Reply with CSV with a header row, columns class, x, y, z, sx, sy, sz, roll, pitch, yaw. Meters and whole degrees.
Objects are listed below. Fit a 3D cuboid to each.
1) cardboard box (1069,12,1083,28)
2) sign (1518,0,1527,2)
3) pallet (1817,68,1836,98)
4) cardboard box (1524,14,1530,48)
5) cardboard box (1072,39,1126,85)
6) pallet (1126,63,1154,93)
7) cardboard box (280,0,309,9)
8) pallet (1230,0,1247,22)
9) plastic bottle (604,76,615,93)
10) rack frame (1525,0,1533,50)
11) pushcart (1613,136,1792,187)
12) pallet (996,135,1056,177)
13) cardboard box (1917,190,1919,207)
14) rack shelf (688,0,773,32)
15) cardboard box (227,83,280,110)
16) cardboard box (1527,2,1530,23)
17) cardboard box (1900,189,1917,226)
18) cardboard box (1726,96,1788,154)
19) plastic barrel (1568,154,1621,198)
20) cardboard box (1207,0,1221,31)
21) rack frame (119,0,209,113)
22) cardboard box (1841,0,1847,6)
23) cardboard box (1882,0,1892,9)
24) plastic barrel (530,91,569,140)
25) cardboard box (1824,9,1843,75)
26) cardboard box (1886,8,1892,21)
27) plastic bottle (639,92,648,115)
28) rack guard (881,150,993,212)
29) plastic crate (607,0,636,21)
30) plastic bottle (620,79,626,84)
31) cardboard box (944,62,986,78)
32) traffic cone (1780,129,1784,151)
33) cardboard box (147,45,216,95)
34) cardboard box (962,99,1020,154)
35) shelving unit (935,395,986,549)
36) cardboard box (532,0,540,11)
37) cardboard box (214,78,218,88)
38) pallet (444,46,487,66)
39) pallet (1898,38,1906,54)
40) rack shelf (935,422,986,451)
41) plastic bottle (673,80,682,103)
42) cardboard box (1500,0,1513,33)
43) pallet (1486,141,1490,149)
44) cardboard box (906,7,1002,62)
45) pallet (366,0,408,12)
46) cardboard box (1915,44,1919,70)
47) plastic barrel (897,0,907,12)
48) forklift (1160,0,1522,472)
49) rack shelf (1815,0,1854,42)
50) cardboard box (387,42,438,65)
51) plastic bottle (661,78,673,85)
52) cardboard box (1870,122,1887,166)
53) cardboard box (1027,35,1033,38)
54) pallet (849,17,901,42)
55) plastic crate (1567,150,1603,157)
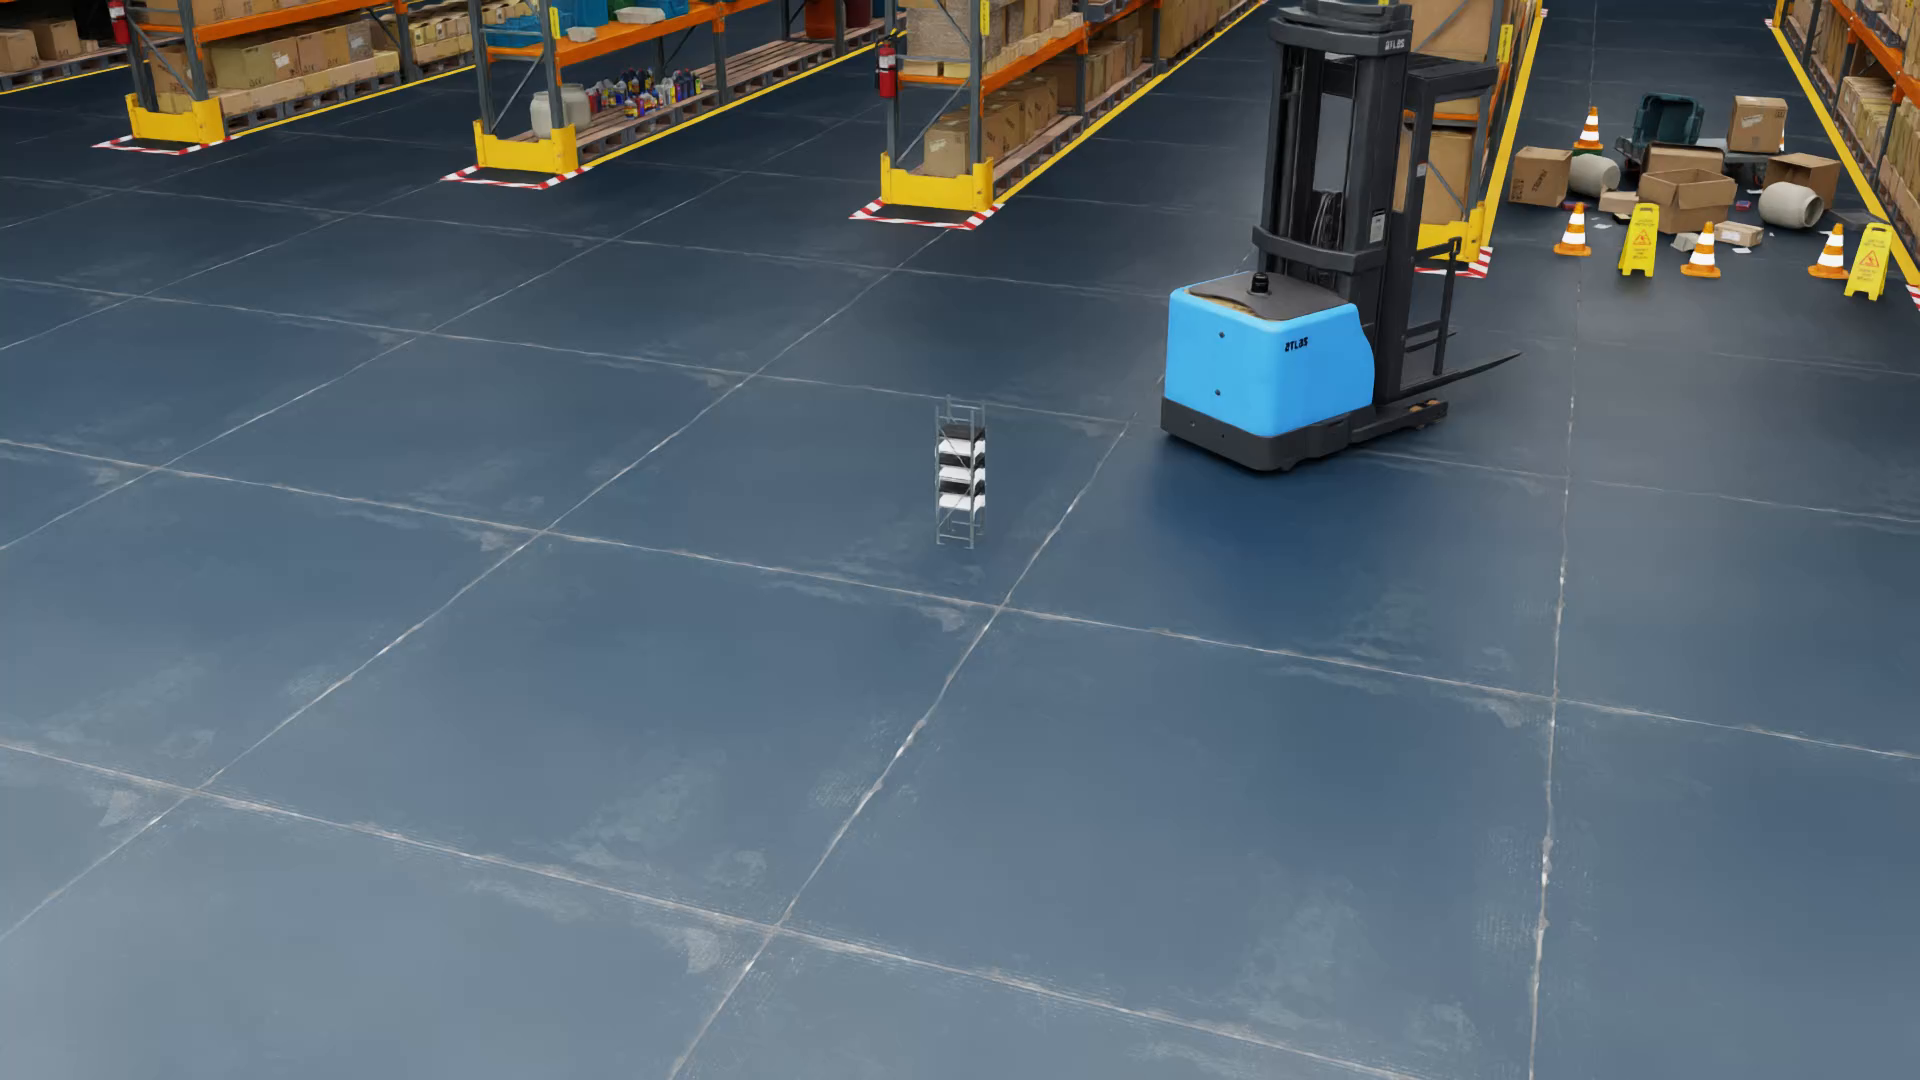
class,x,y,z,sx,sy,sz,roll,pitch,yaw
cardboard box,1.268,-6.281,20.069,0.380,0.149,0.250,9,27,17
sign,6.230,-6.110,18.343,0.100,0.325,0.005,9,27,17
pallet,12.480,-6.290,22.998,1.003,0.211,1.213,9,27,17
cardboard box,8.360,-7.775,25.253,0.500,0.500,0.500,8,27,16
cardboard box,1.835,-6.500,22.596,0.700,0.500,0.500,11,28,22
pallet,2.132,-6.593,23.625,1.003,0.211,1.213,9,27,17
cardboard box,-8.929,-7.191,21.546,0.700,0.500,0.500,10,27,19
pallet,4.456,-9.362,29.344,1.003,0.211,1.213,9,27,17
plastic bottle,-4.472,-5.726,21.168,0.144,0.351,0.185,9,27,17
rack frame,8.368,-9.052,25.504,1.000,3.000,0.127,9,27,17
pushcart,8.241,-4.218,18.529,1.648,0.377,0.936,0,26,-1
pallet,0.468,-4.486,19.273,1.003,0.211,1.213,9,27,17
cardboard box,9.268,-3.315,15.468,0.500,0.500,0.500,10,28,19
rack shelf,-2.943,-7.742,23.623,1.077,0.370,4.000,9,27,17
cardboard box,-9.058,-5.665,21.182,0.500,0.250,0.500,9,27,17
cardboard box,8.013,-7.682,24.201,0.500,0.250,0.500,8,27,15
cardboard box,9.441,-3.195,16.079,0.500,0.250,0.500,8,27,16
cardboard box,8.719,-4.550,18.204,0.500,0.500,0.500,9,27,17
plastic barrel,6.775,-3.916,17.853,0.421,0.421,0.512,-14,29,-27
cardboard box,3.531,-8.780,26.897,1.225,0.875,0.875,9,27,18
rack frame,-9.609,-6.320,19.860,1.000,3.000,0.127,9,27,17
cardboard box,11.818,-7.122,21.690,0.500,0.250,0.500,9,27,18
cardboard box,10.860,-6.310,18.902,0.500,0.500,0.500,8,27,15
plastic barrel,-4.792,-4.951,19.406,0.421,0.512,0.421,0,26,0
cardboard box,12.646,-6.970,23.159,0.875,0.875,0.875,10,27,19
cardboard box,10.872,-6.044,19.098,0.380,0.149,0.250,10,27,19
plastic bottle,-3.928,-5.411,20.609,0.097,0.271,0.097,0,26,0
rack guard,-0.243,-3.788,17.499,1.175,0.500,0.348,9,27,17
plastic crate,-4.326,-6.631,20.747,0.450,0.188,0.662,9,27,17
plastic bottle,-4.344,-5.799,21.410,0.097,0.271,0.097,0,26,0
cardboard box,0.051,-4.851,17.115,0.380,0.149,0.250,9,27,17
traffic cone,9.500,-4.659,19.341,0.336,0.463,0.334,9,27,17
cardboard box,-9.711,-5.872,20.749,0.500,0.500,0.500,9,27,17
cardboard box,0.348,-4.705,18.912,0.500,0.500,0.500,11,28,22
shelving unit,0.003,-0.408,10.061,0.258,0.900,0.210,9,27,17
cardboard box,-6.889,-8.560,26.517,0.500,0.311,0.500,9,27,19
cardboard box,-9.554,-5.742,21.340,0.500,0.250,0.500,9,27,17
pallet,-7.665,-7.520,25.539,1.003,0.211,1.213,9,27,17
pallet,10.799,-5.295,17.964,1.003,0.211,1.213,9,27,17
rack shelf,0.003,-0.621,9.958,0.258,0.077,0.200,9,27,17
plastic bottle,-3.629,-5.761,21.318,0.061,0.283,0.133,11,28,21
cardboard box,4.946,-5.271,16.283,0.875,0.550,0.550,9,27,17
pallet,5.892,-4.837,19.999,1.003,0.211,1.213,9,27,17
cardboard box,-0.060,-5.282,17.262,0.875,0.500,0.500,9,27,17
pallet,-10.878,-9.882,30.417,1.003,0.211,1.213,9,27,17
cardboard box,9.853,-4.917,16.507,0.500,0.500,0.500,9,27,17
plastic barrel,-1.143,-9.555,28.468,0.600,0.901,0.708,9,27,17
forklift,2.893,-2.275,11.585,3.031,2.935,1.130,-18,31,-33
rack shelf,12.404,-7.230,22.566,1.077,0.370,4.000,9,27,17
cardboard box,-7.910,-7.045,24.031,0.500,0.250,0.500,8,27,16
plastic bottle,-3.762,-5.842,21.493,0.152,0.276,0.135,9,27,17
cardboard box,10.580,-4.310,18.244,0.950,0.372,0.625,9,27,18
cardboard box,0.600,-5.575,18.611,0.380,0.149,0.250,9,27,17
pallet,-1.646,-8.462,27.485,1.003,0.211,1.213,9,27,17
plastic crate,6.884,-4.263,18.774,0.662,0.188,0.450,-20,23,-36
